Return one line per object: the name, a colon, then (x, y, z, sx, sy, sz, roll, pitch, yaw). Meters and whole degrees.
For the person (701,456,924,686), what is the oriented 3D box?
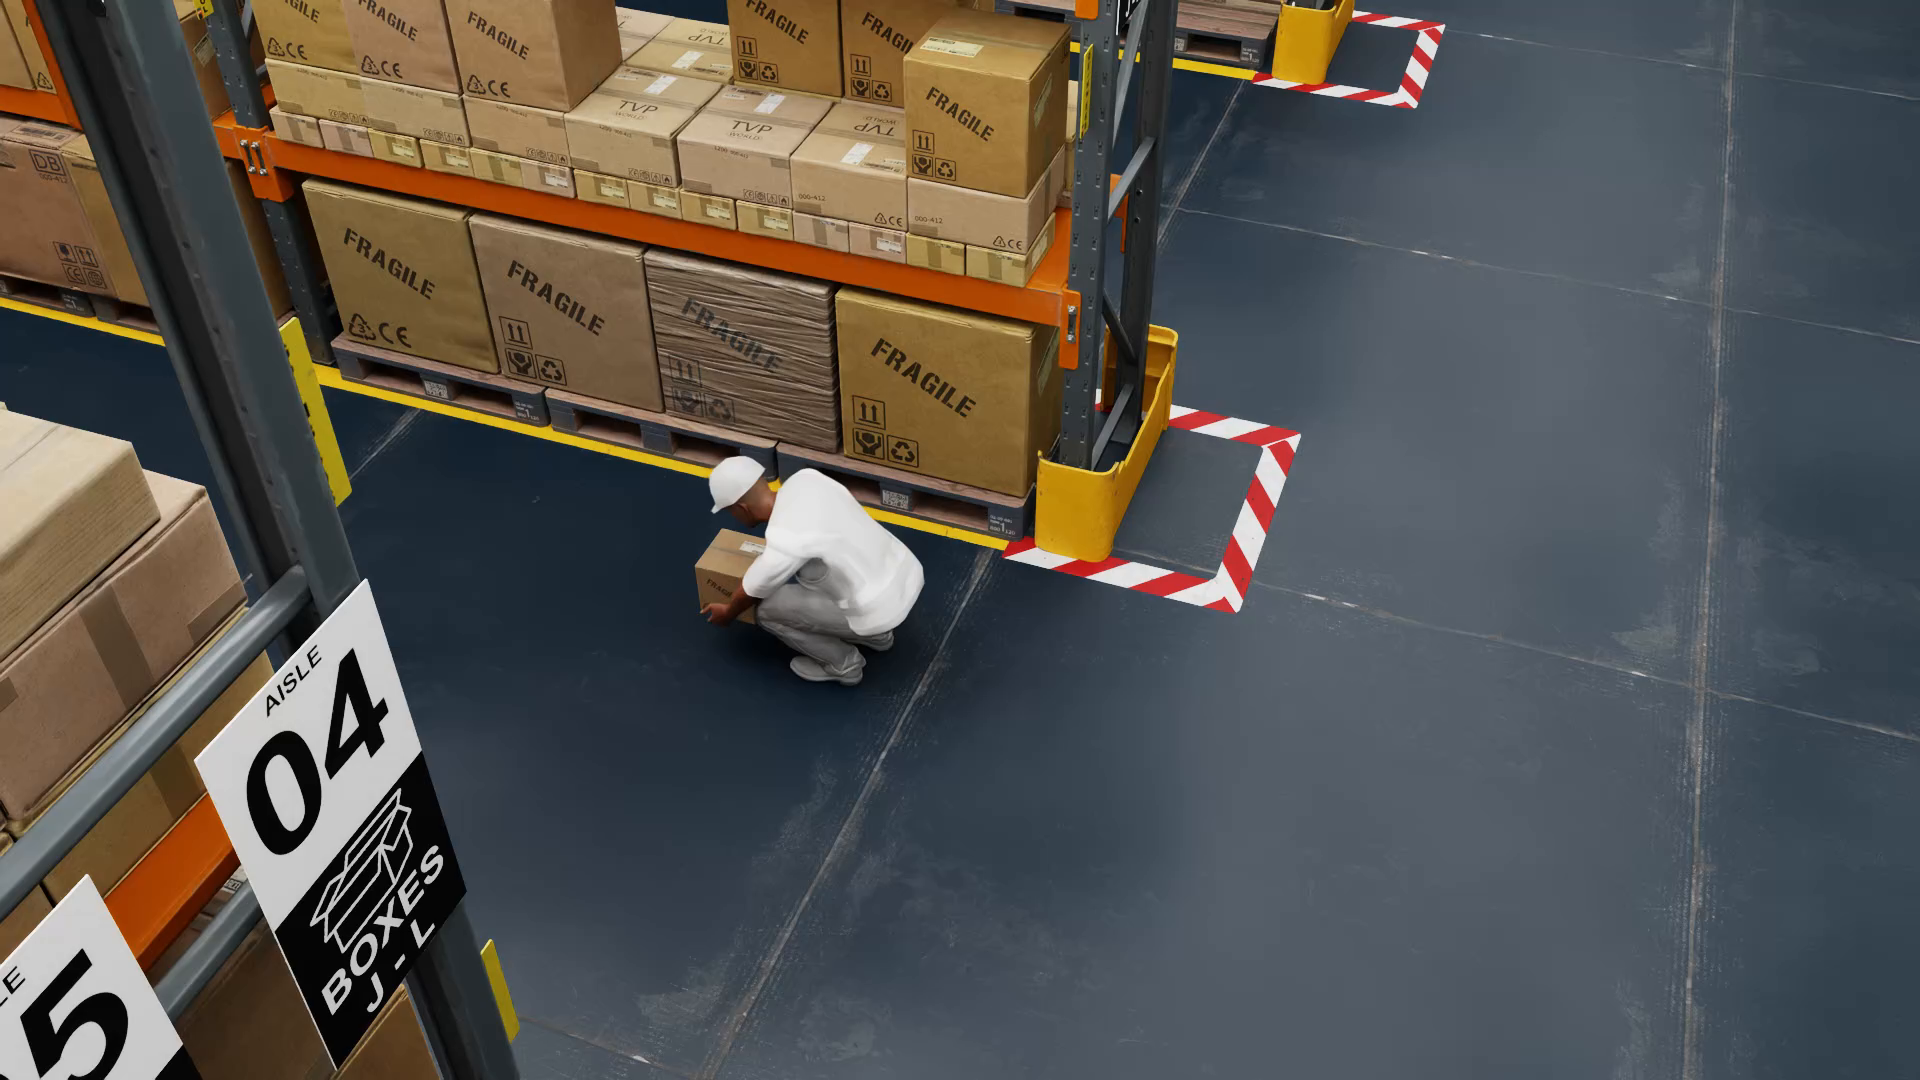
person: (-0.599, 0.102, 6.614, 0.876, 0.999, 0.583, 13, 43, 15)
